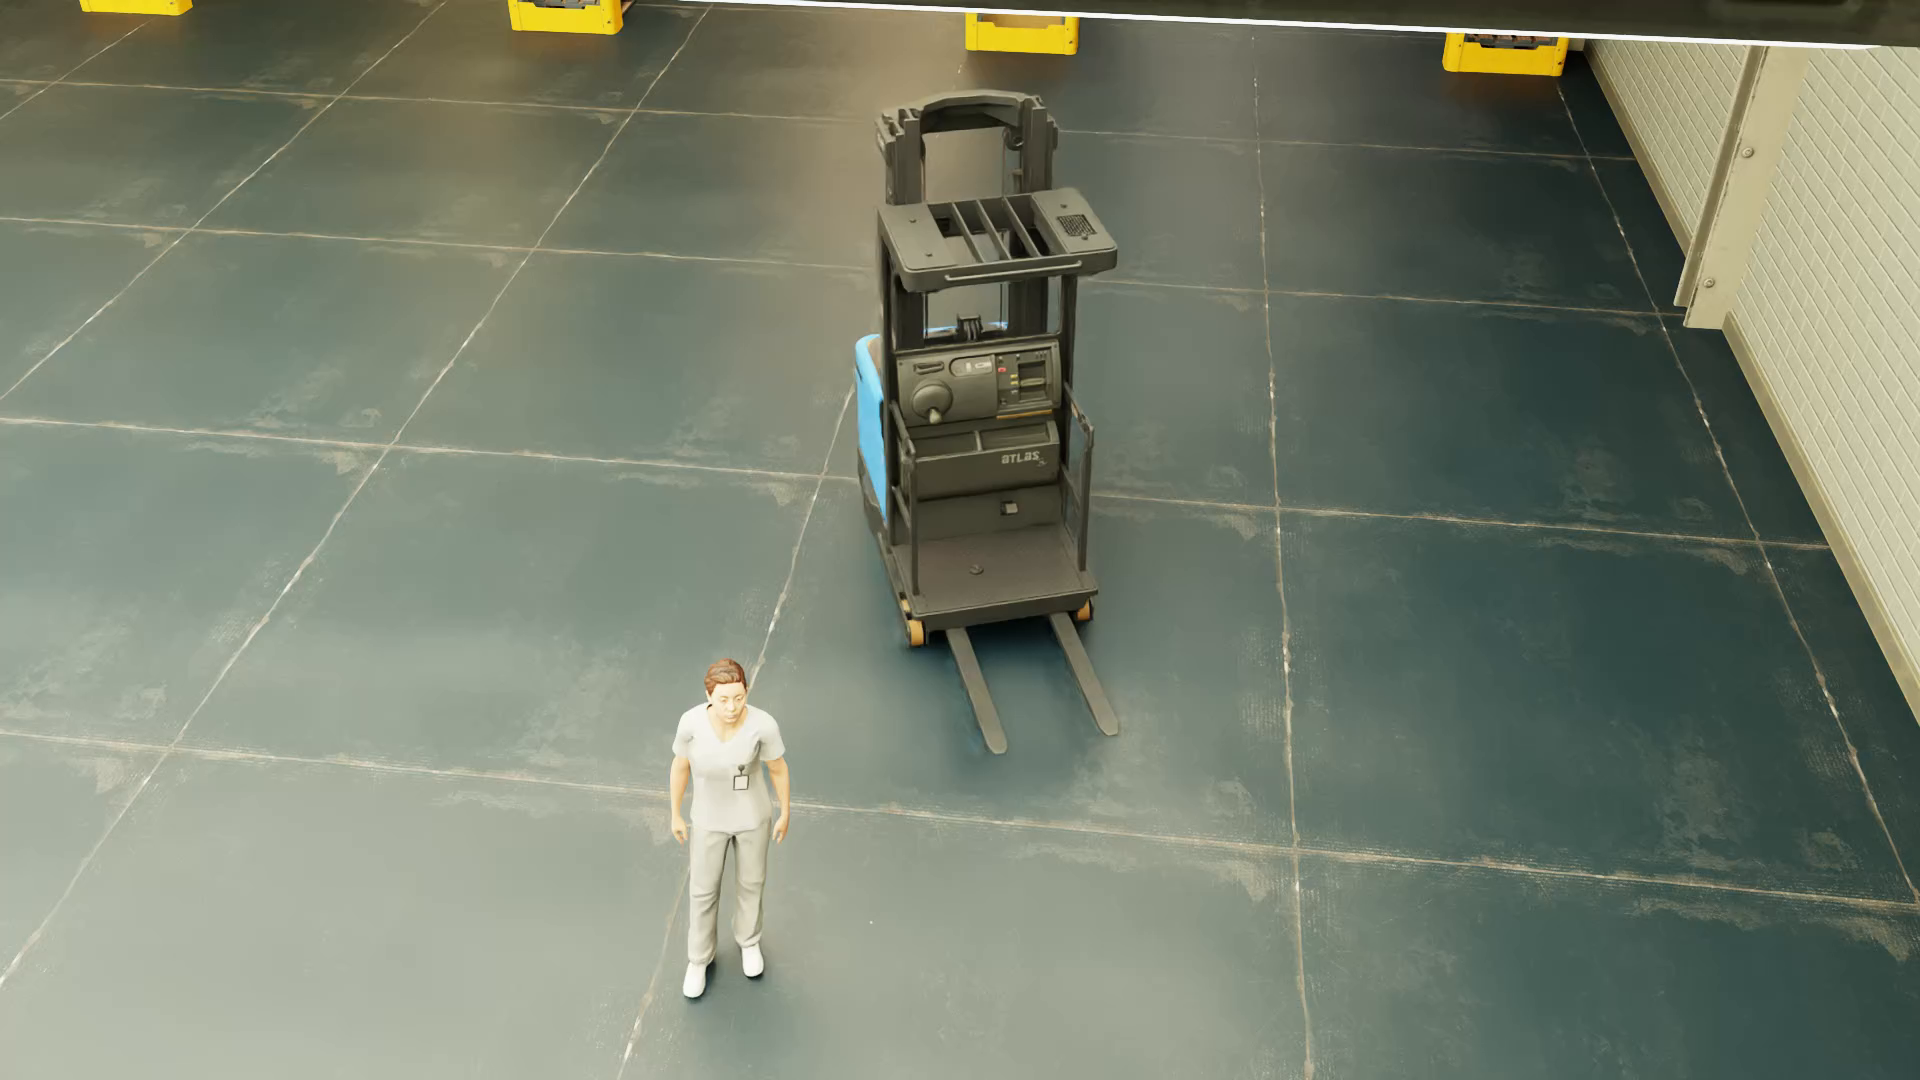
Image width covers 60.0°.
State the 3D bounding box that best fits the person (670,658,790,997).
[{"bbox_3d":[-1.017,1.271,7.353,0.545,1.676,0.546,-2,36,-3],"label":"person"}]

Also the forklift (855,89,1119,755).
[{"bbox_3d":[0.161,-0.810,9.128,1.130,2.935,3.031,-8,37,-11],"label":"forklift"}]
